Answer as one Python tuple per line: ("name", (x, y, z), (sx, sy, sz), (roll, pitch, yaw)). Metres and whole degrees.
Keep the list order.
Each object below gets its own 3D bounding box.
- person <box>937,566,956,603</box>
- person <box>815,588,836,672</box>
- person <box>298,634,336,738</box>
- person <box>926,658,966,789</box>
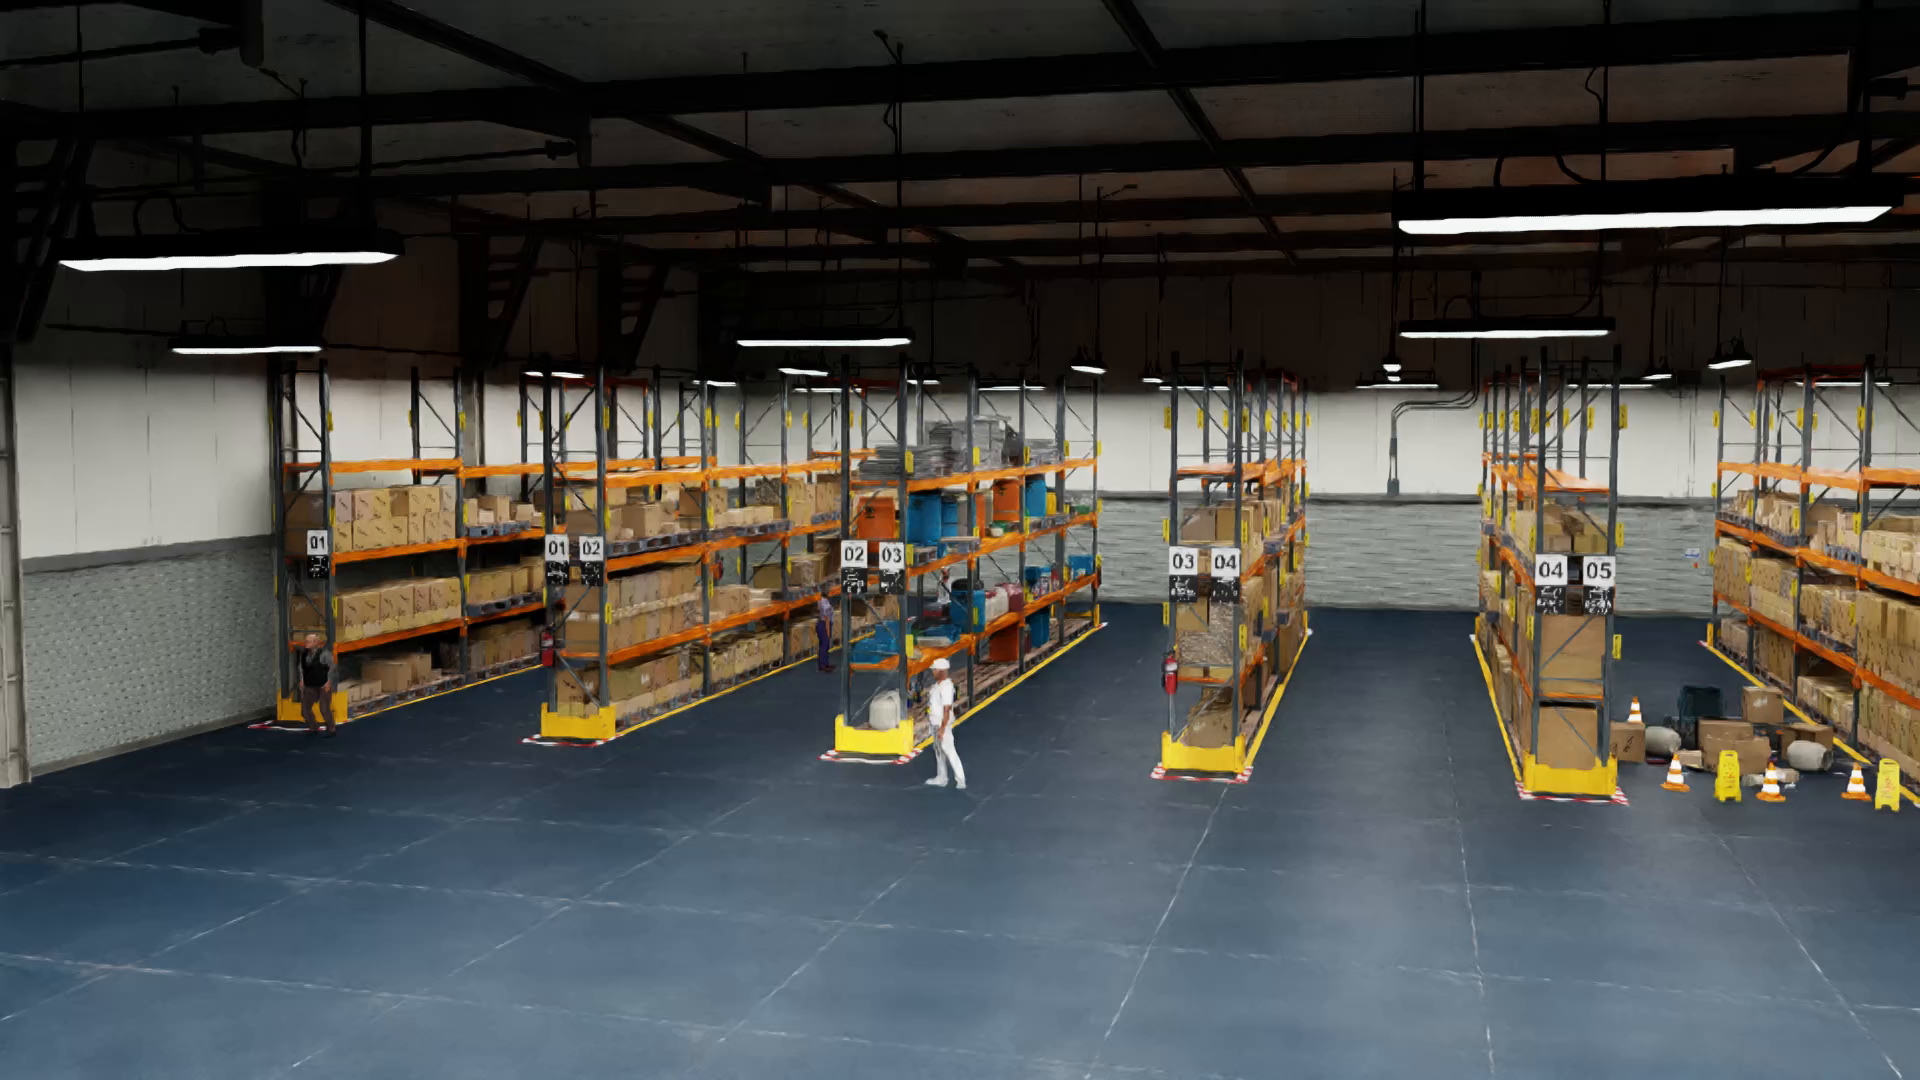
("person", (-0.299, 1.418, 37.786), (0.565, 1.736, 1.045), (1, 4, 14))
("person", (-2.668, 1.780, 33.236), (0.429, 1.656, 0.533), (-1, 4, -15))
("person", (-10.124, 2.290, 26.205), (0.677, 1.673, 0.530), (1, 4, 13))
("person", (-0.183, 2.499, 22.693), (0.475, 1.764, 0.747), (-1, 4, -14))
